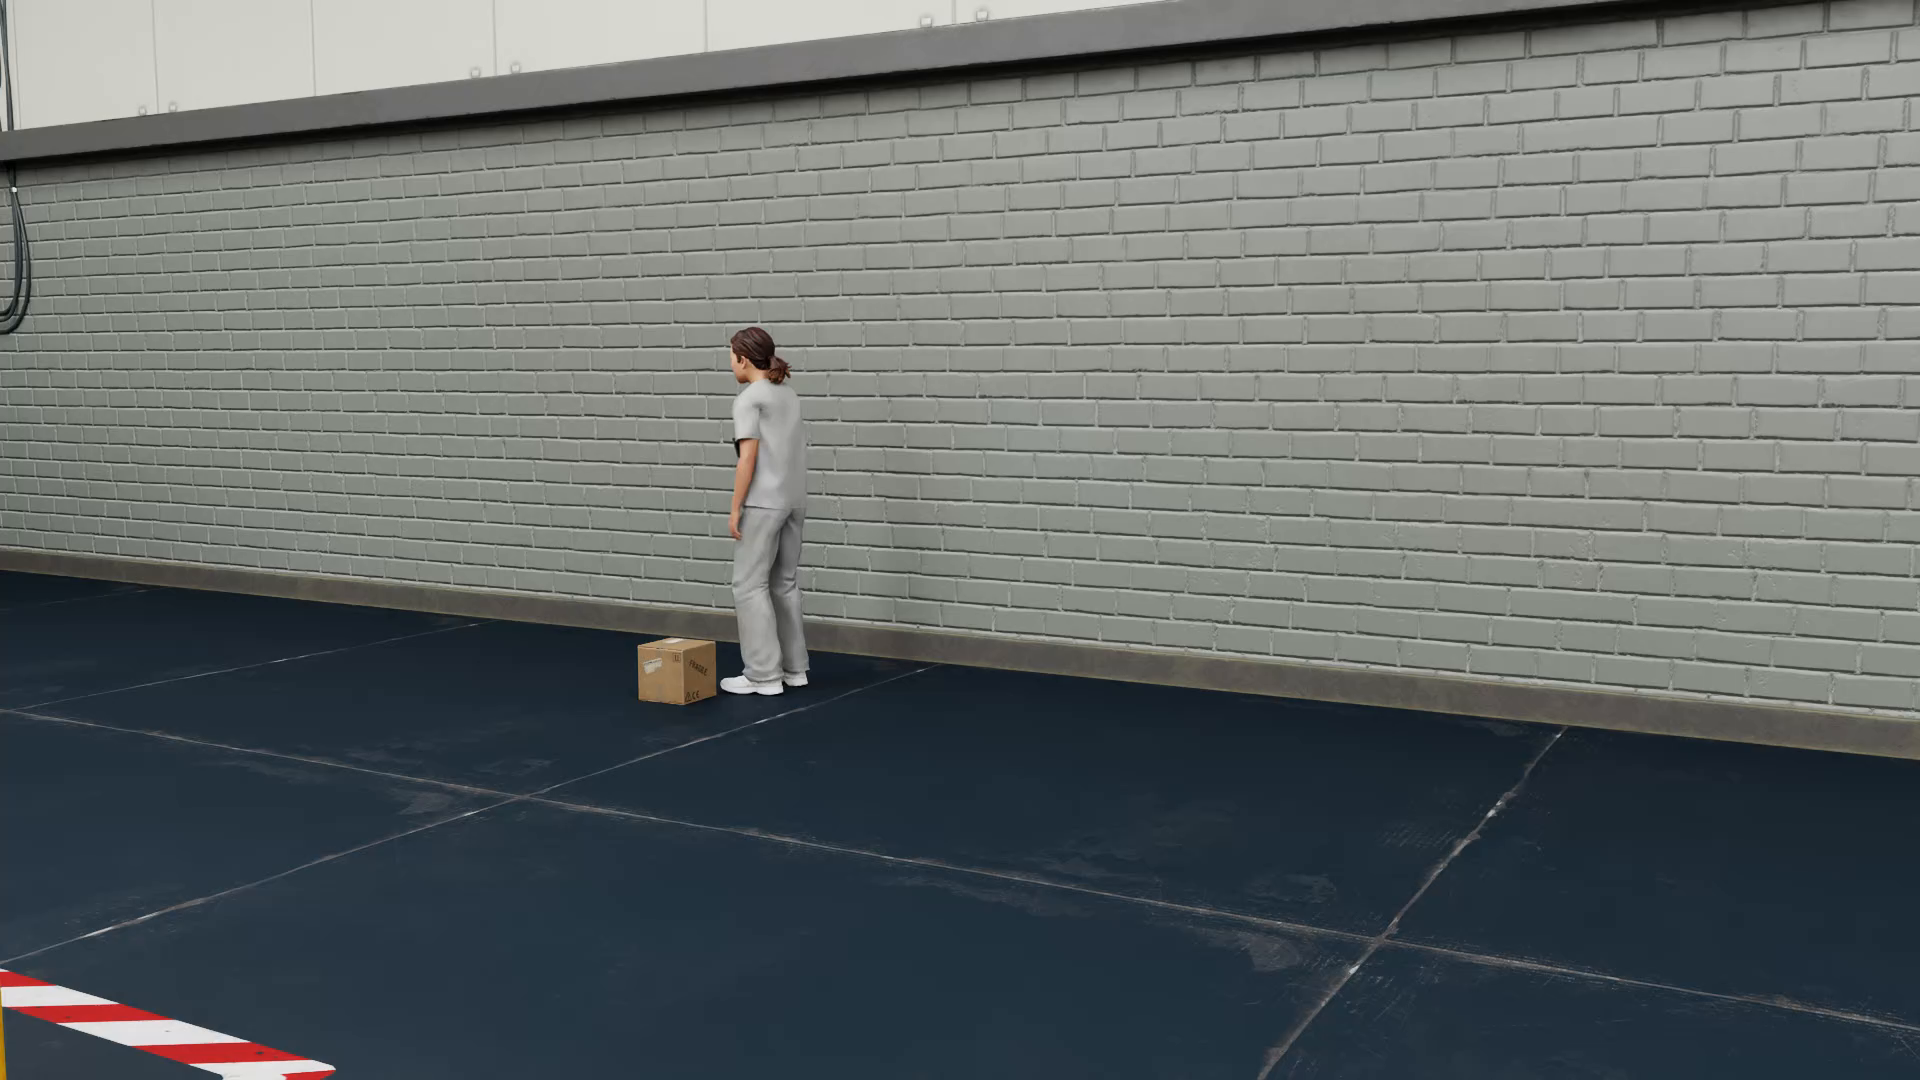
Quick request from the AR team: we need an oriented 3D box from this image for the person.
[{"bbox_3d":[-0.892,-0.137,7.633,0.360,1.672,0.484,3,7,29],"label":"person"}]
